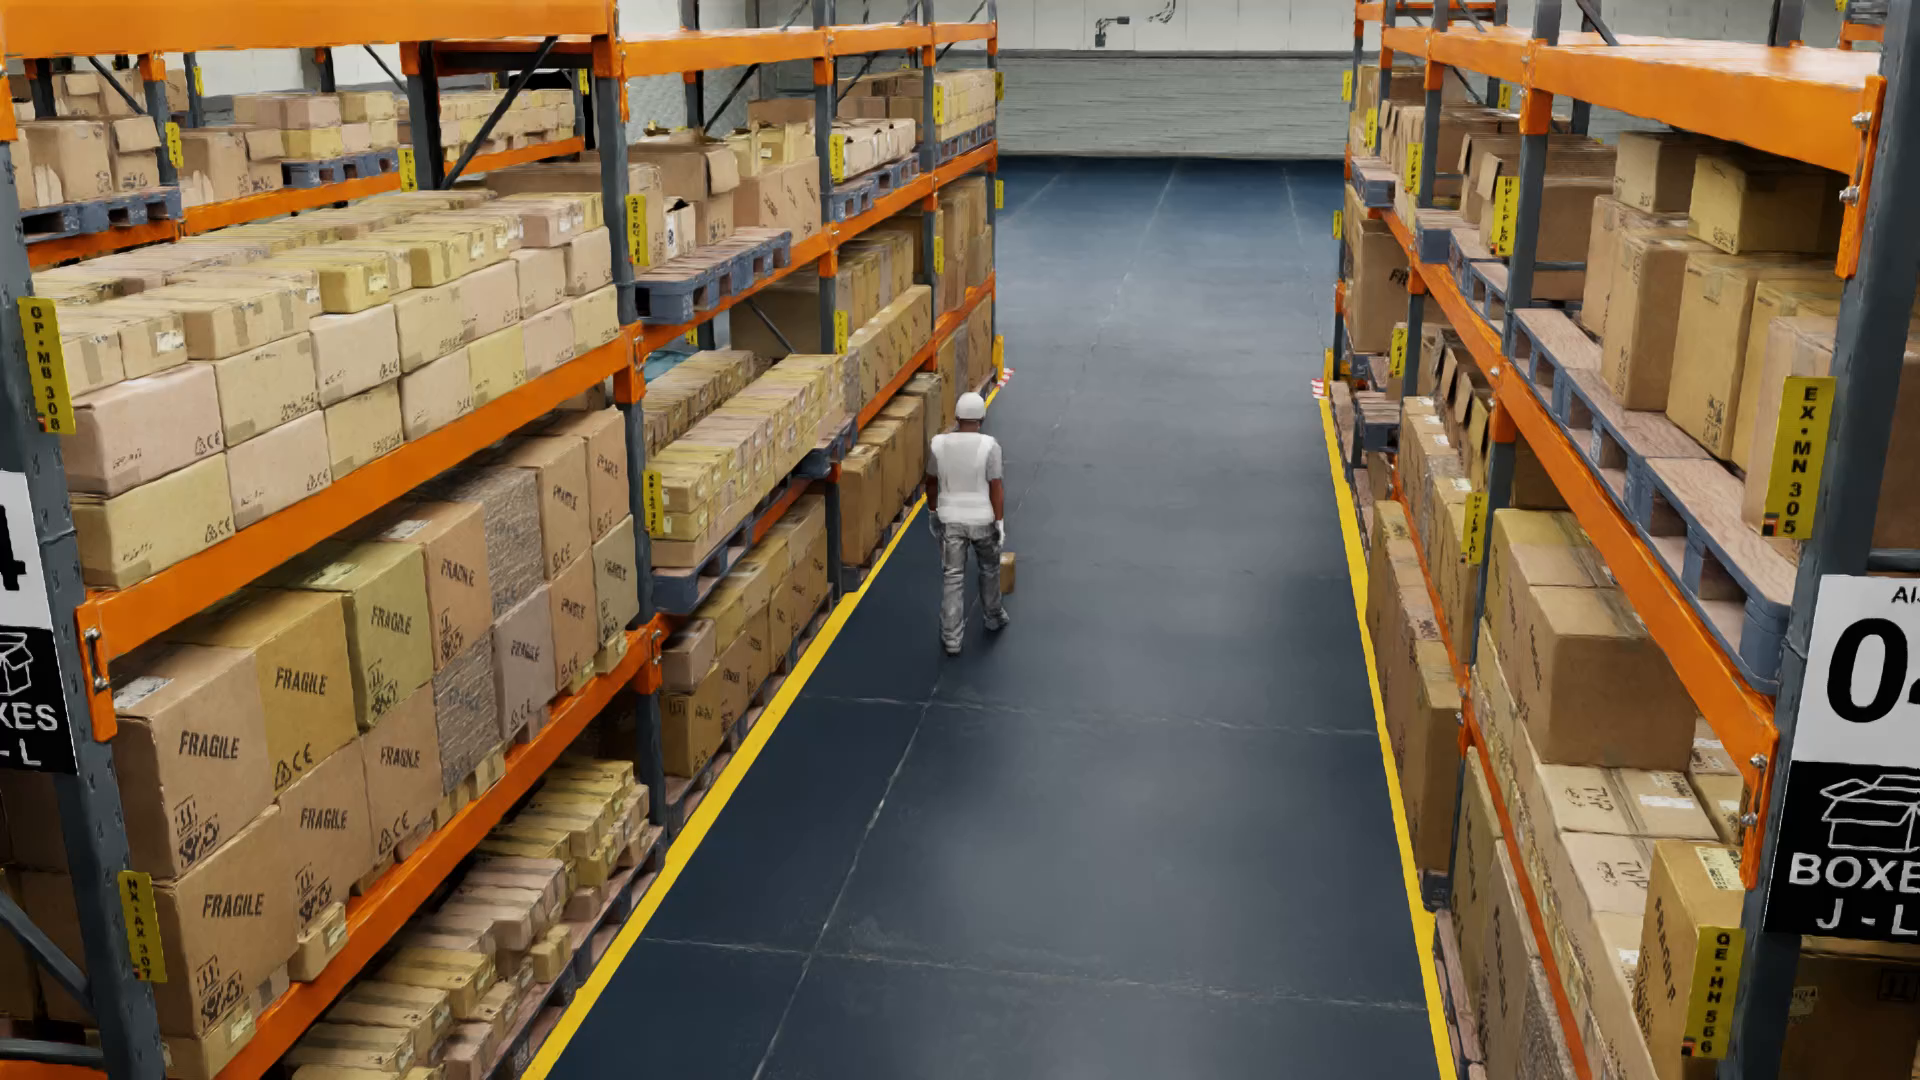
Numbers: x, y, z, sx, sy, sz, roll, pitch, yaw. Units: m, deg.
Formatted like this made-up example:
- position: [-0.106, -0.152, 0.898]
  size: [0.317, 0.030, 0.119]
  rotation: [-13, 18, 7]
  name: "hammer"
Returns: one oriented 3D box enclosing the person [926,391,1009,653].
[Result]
- position: [0.062, -0.172, 11.521]
  size: [0.578, 1.758, 0.783]
  rotation: [4, 18, 11]
  name: "person"
